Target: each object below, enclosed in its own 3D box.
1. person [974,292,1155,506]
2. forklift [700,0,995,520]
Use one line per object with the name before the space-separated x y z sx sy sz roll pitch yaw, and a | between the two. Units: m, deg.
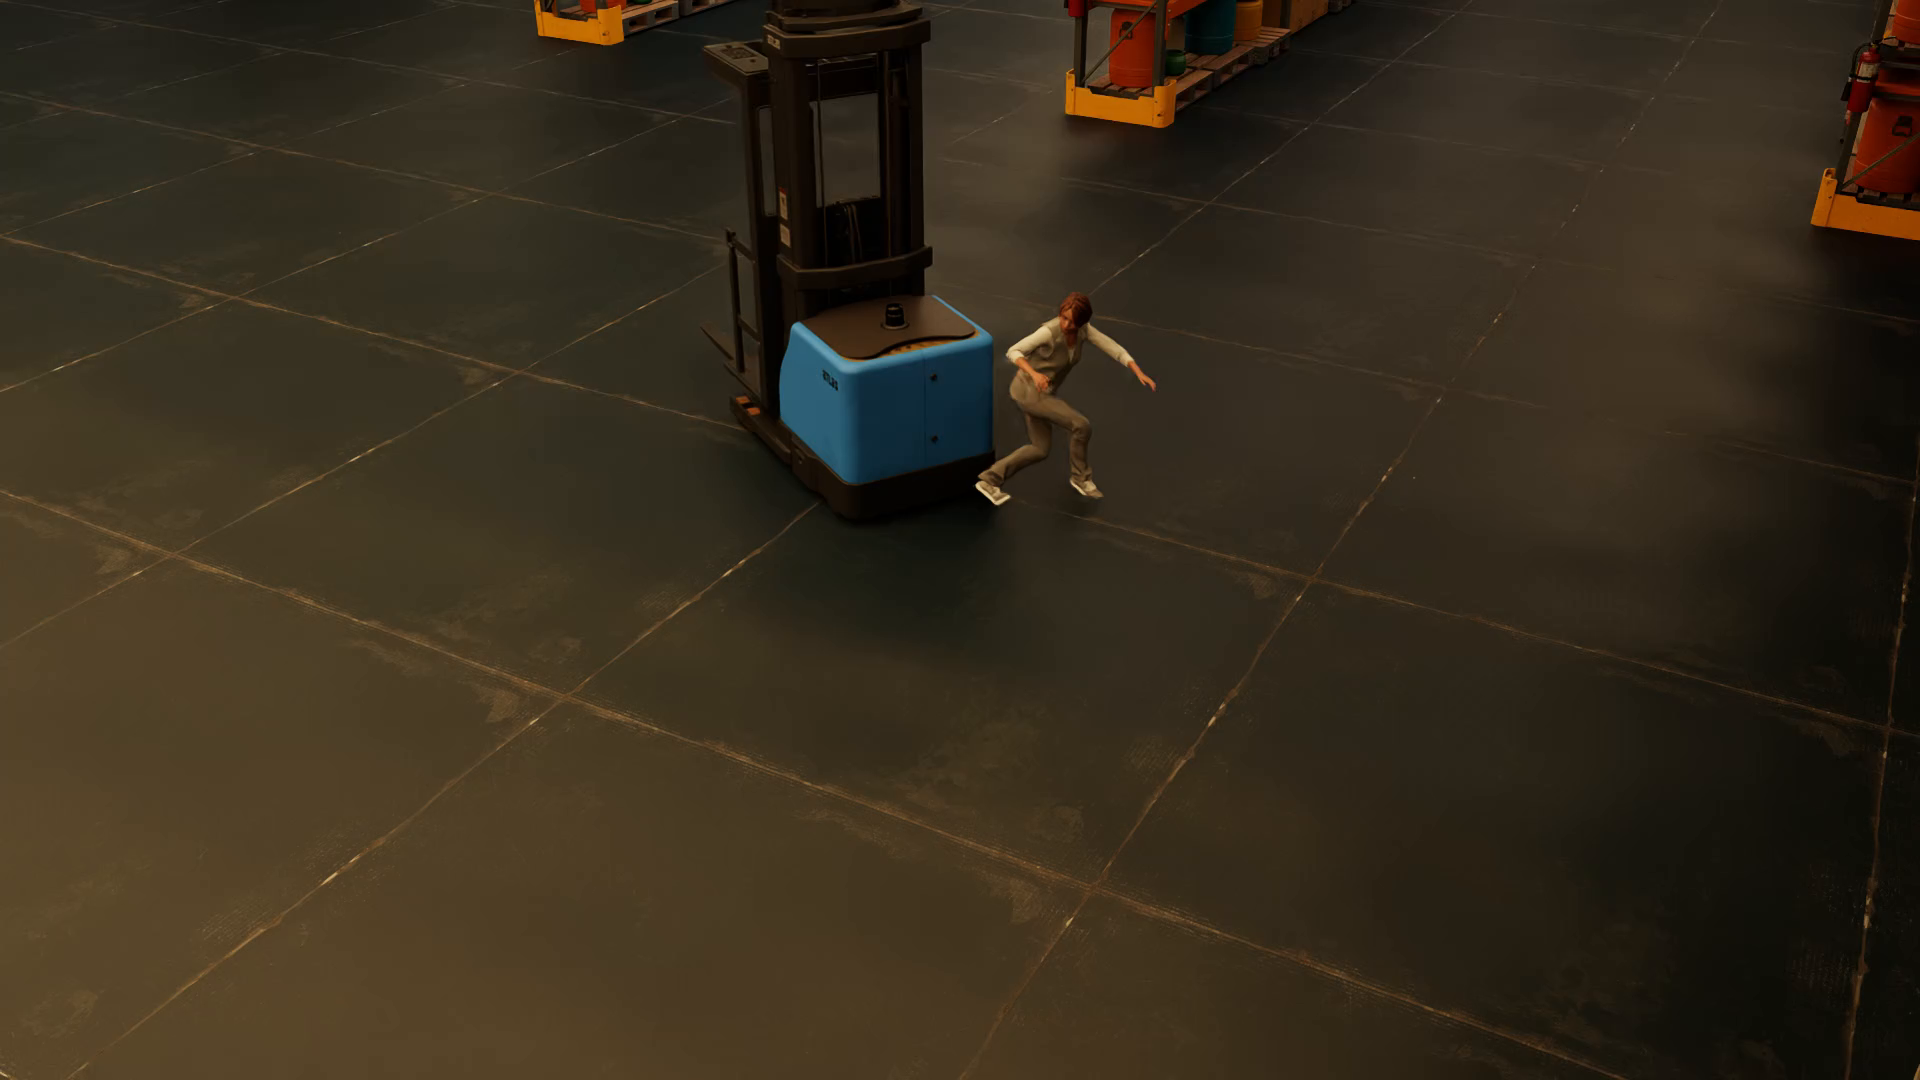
person | 0.631 -0.789 10.039 1.034 1.396 0.758 9 31 15
forklift | -0.922 -2.101 10.711 1.130 2.935 3.031 -15 33 -24
